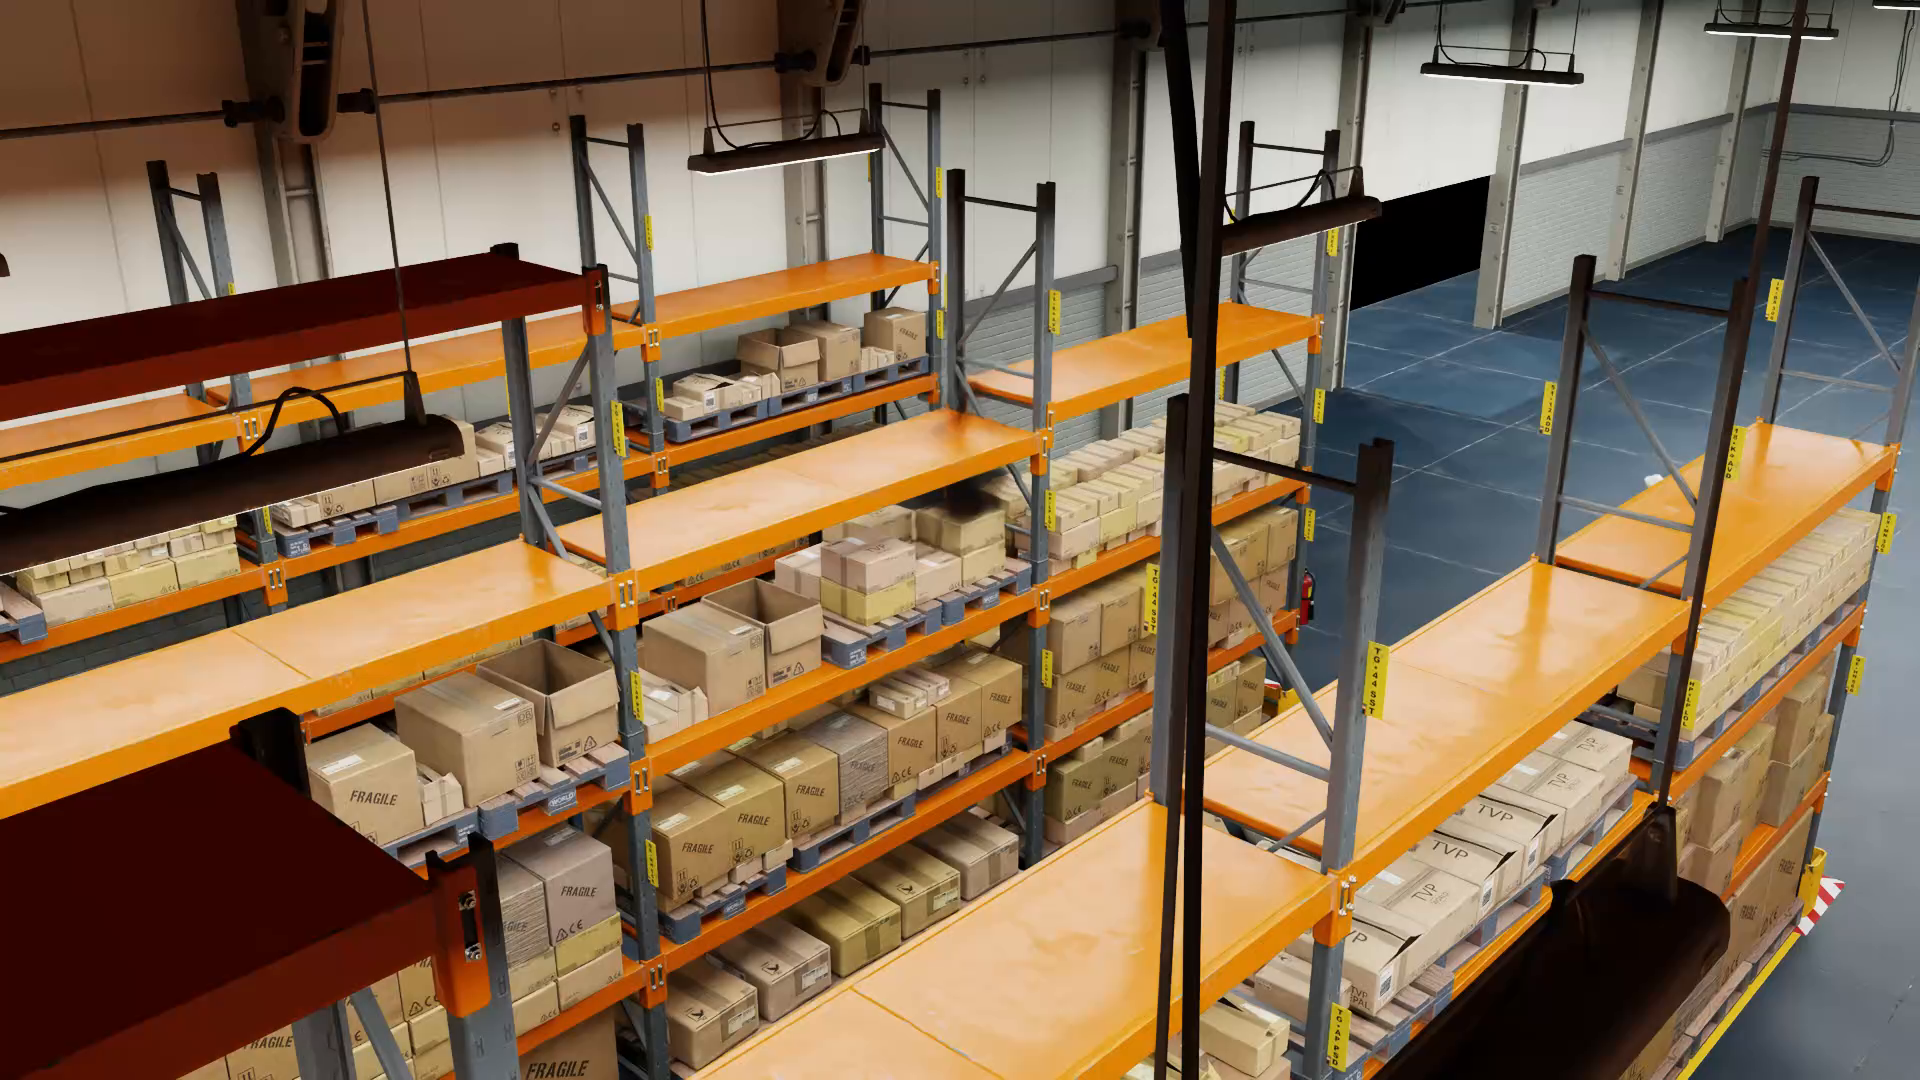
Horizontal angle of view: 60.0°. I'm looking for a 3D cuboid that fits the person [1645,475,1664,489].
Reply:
[{"bbox_3d":[8.050,0.032,19.554,0.655,1.721,0.607,1,21,1],"label":"person"}]
